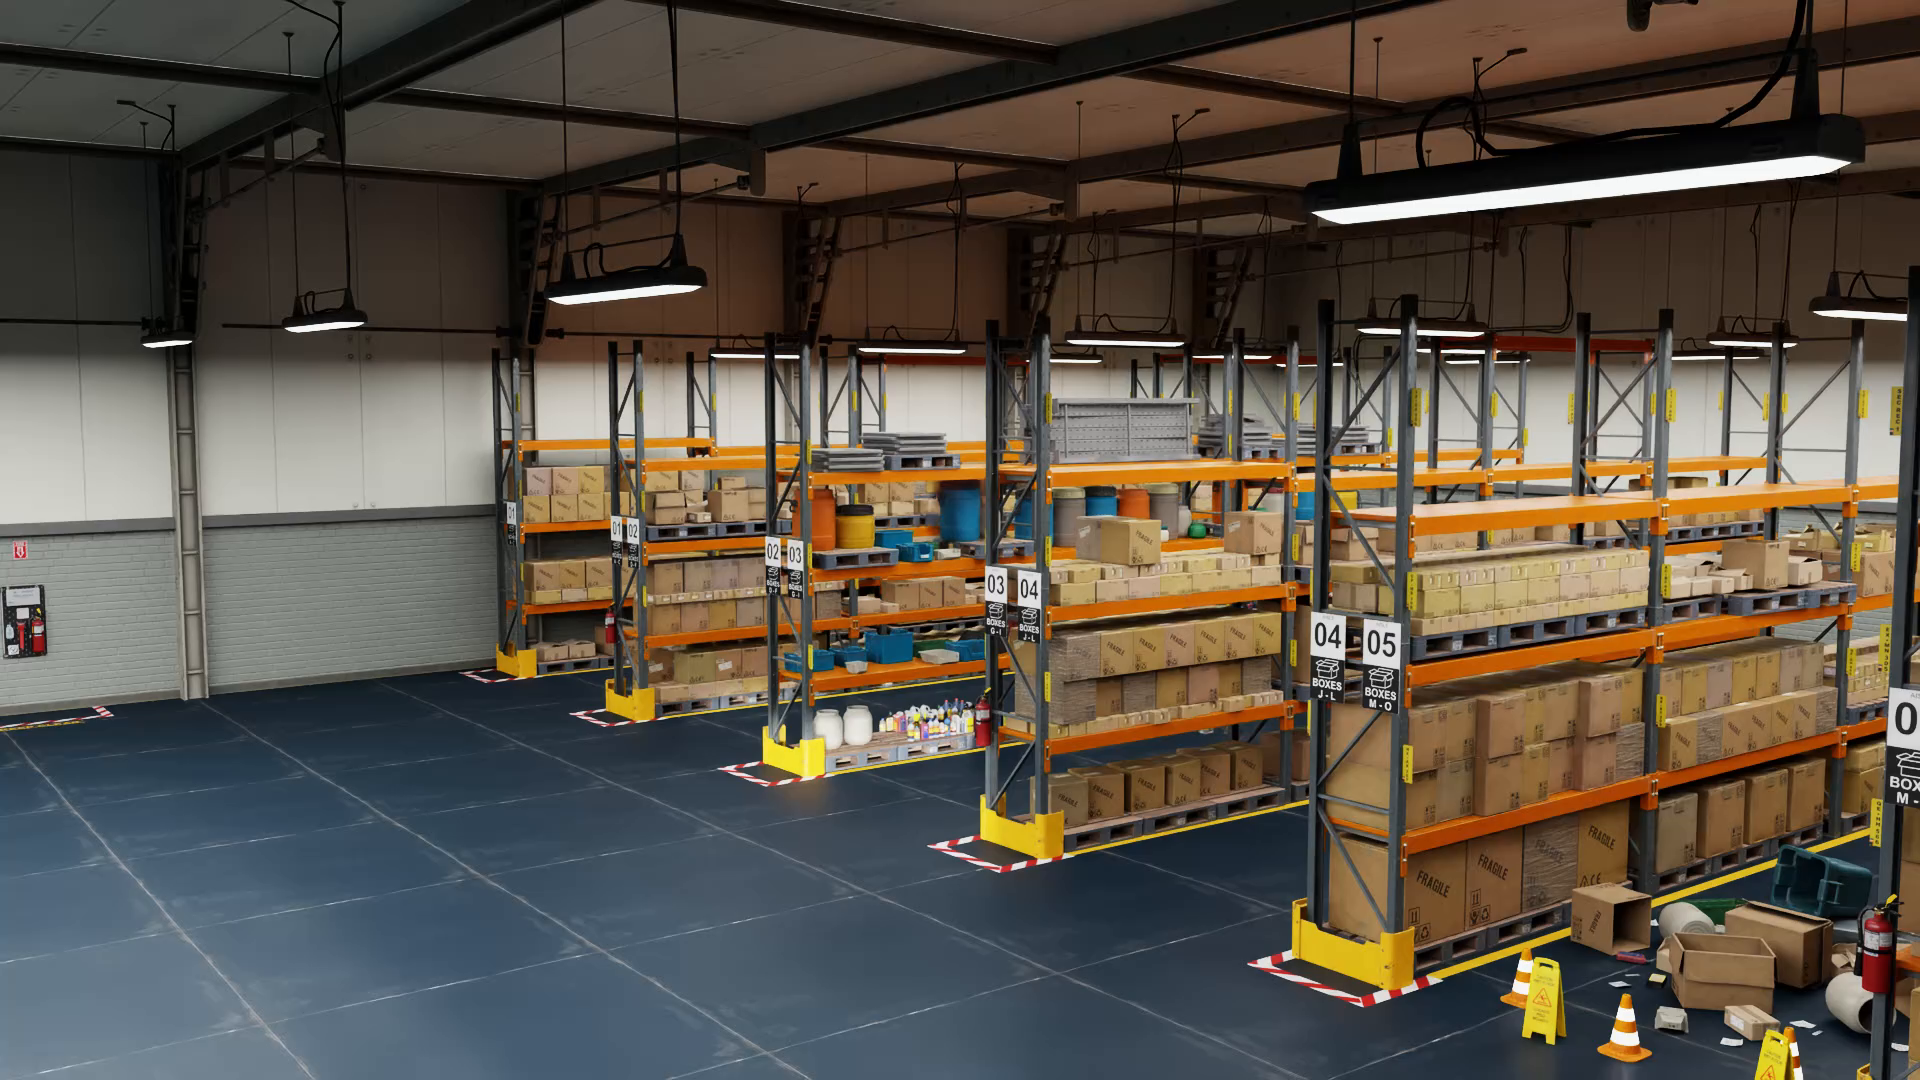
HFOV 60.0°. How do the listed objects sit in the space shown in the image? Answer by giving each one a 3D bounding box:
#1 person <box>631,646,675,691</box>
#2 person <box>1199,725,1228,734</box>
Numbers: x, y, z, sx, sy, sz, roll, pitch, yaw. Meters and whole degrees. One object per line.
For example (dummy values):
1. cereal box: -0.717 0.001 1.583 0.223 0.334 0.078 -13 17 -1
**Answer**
1. person: -5.258 1.808 28.885 0.516 1.633 0.929 4 6 39
2. person: 3.754 2.107 24.040 0.899 1.509 0.449 -4 6 -38
